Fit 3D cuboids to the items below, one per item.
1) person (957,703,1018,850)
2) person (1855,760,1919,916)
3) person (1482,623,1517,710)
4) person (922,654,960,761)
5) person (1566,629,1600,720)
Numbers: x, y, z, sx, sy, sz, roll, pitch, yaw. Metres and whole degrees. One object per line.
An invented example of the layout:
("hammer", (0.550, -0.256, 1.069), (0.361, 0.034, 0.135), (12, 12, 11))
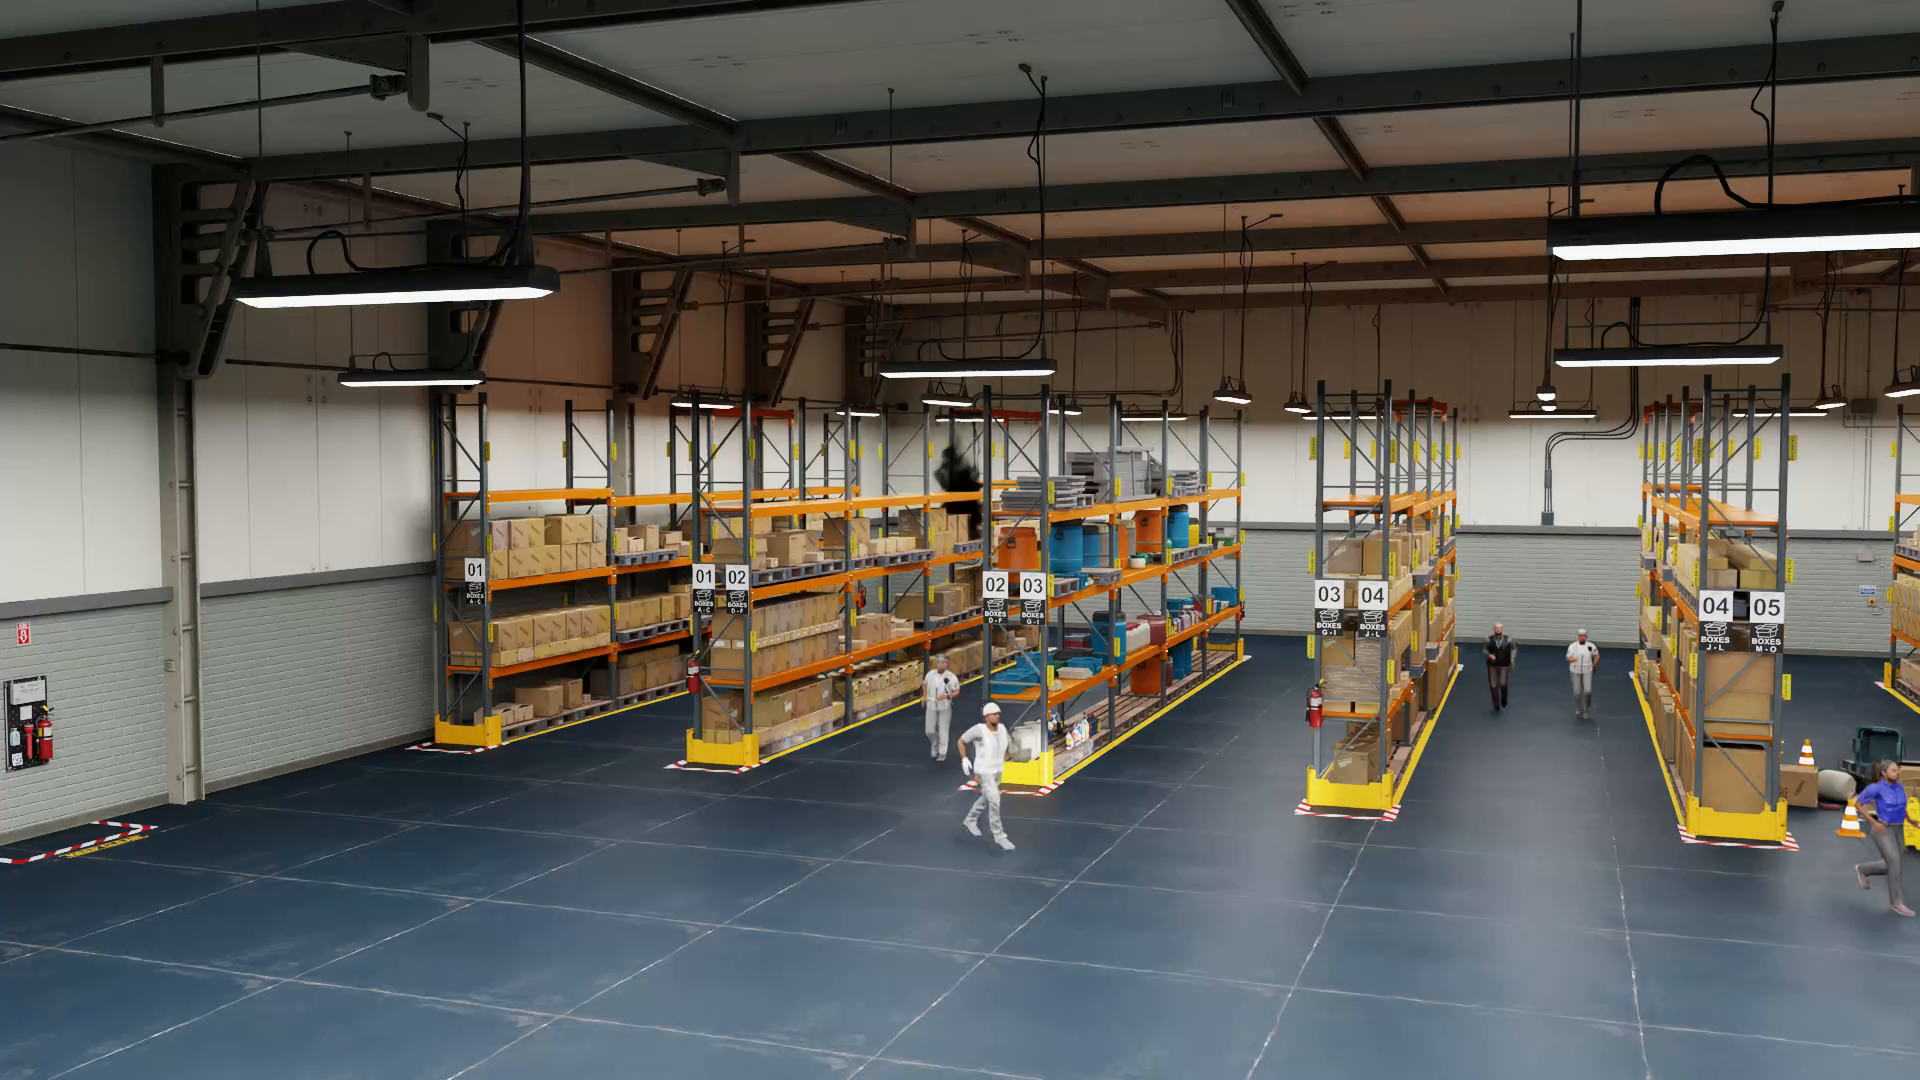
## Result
("person", (0.360, 2.956, 21.103), (0.956, 1.803, 0.664), (3, 4, 44))
("person", (10.135, 3.229, 18.221), (0.559, 1.650, 0.759), (-1, 3, -22))
("person", (10.387, 2.447, 32.059), (0.644, 1.682, 0.596), (1, 3, 21))
("person", (-0.334, 2.697, 26.804), (0.669, 1.741, 0.613), (1, 3, 12))
("person", (11.665, 2.525, 31.169), (0.583, 1.700, 0.660), (1, 3, 22))
